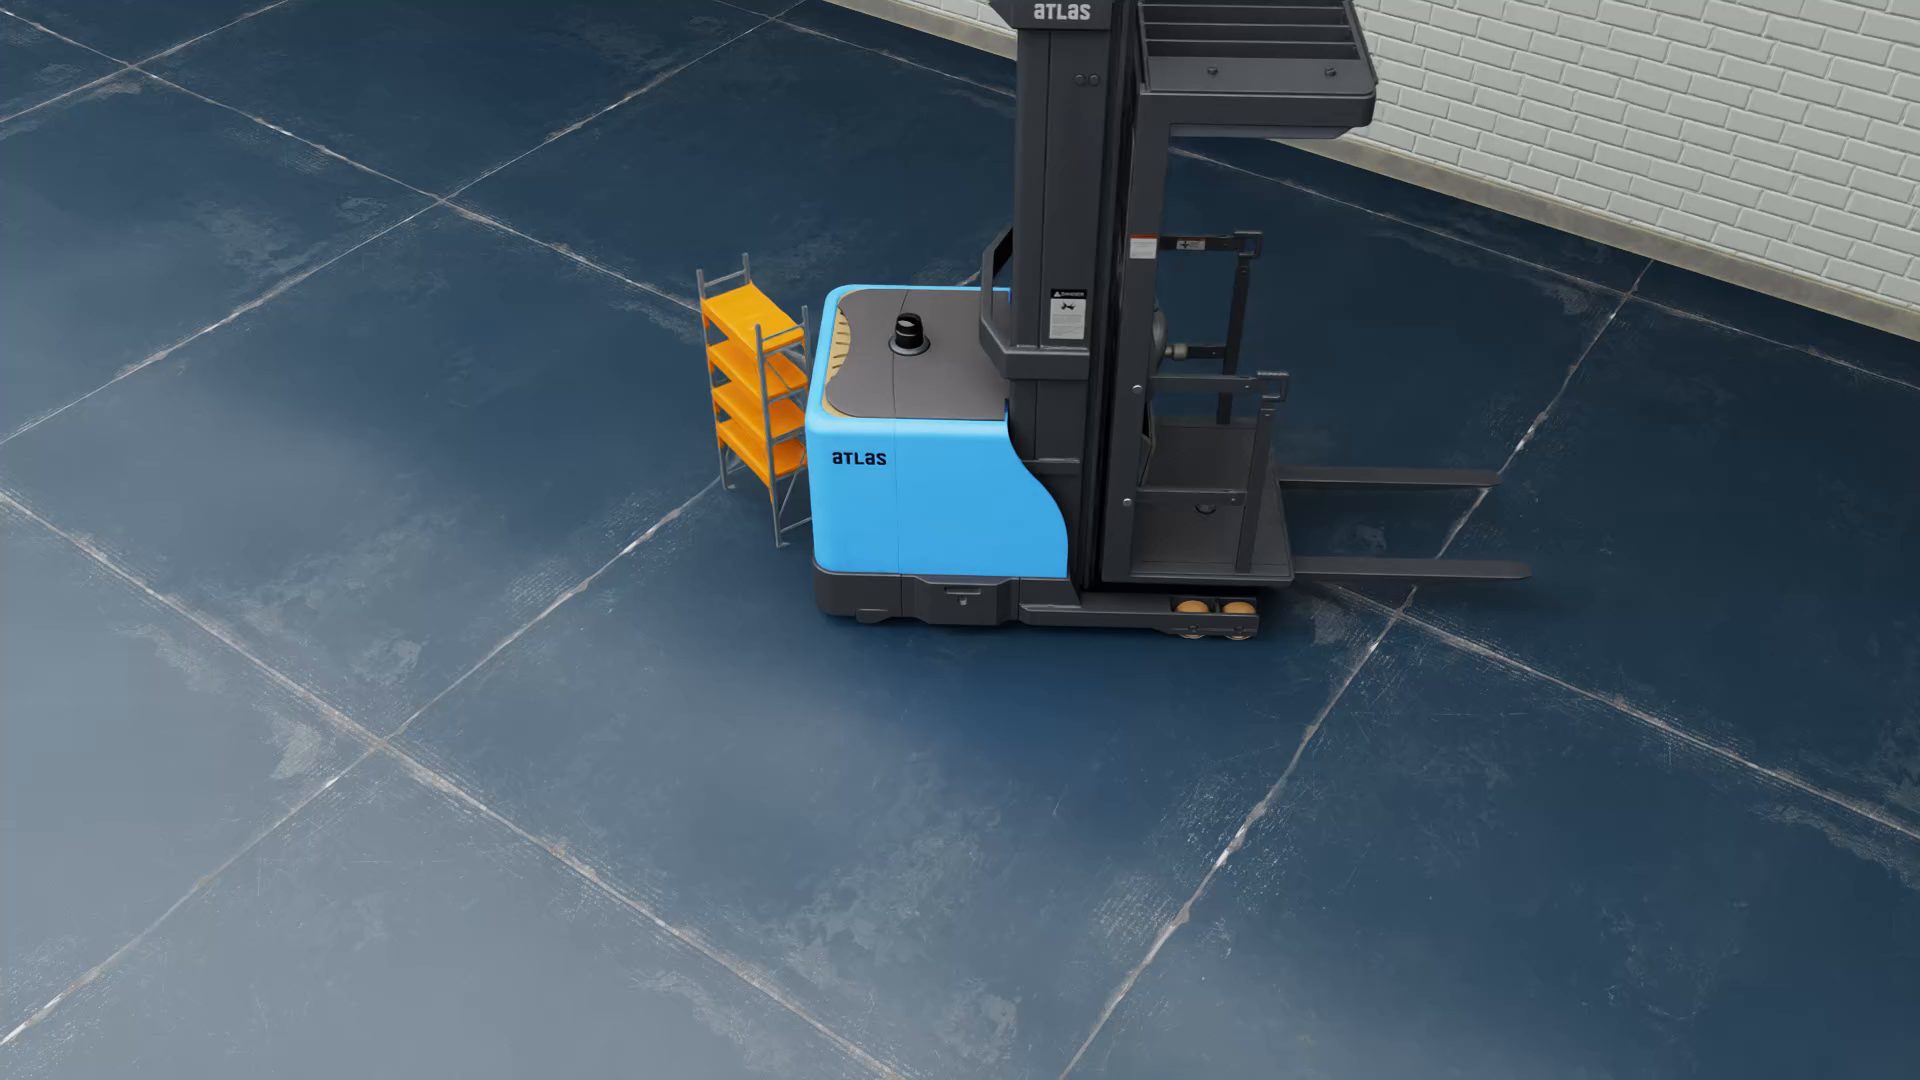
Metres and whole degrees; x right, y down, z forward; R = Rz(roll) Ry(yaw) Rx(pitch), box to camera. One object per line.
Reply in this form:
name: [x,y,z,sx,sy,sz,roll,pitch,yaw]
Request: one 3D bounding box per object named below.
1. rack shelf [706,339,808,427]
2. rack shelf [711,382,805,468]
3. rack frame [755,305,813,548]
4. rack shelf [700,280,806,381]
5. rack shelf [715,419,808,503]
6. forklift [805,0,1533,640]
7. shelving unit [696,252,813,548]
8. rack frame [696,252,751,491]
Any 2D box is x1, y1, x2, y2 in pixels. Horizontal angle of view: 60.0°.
rack shelf: [-0.862,-0.709,7.156,0.258,0.148,0.480,-25,48,-25]
rack shelf: [-0.862,-0.542,7.305,0.258,0.148,0.480,-25,48,-25]
rack frame: [-0.721,-0.459,7.112,0.240,1.200,0.015,-25,48,-25]
rack shelf: [-0.862,-0.885,6.999,0.258,0.148,0.480,-25,48,-25]
rack shelf: [-0.862,-0.394,7.438,0.258,0.148,0.480,-25,48,-25]
forklift: [0.911,-1.034,6.456,3.031,2.935,1.130,1,42,2]
shelving unit: [-0.862,-0.592,7.261,0.258,1.200,0.503,-25,48,-25]
rack frame: [-1.002,-0.726,7.409,0.240,1.200,0.015,-25,48,-25]
